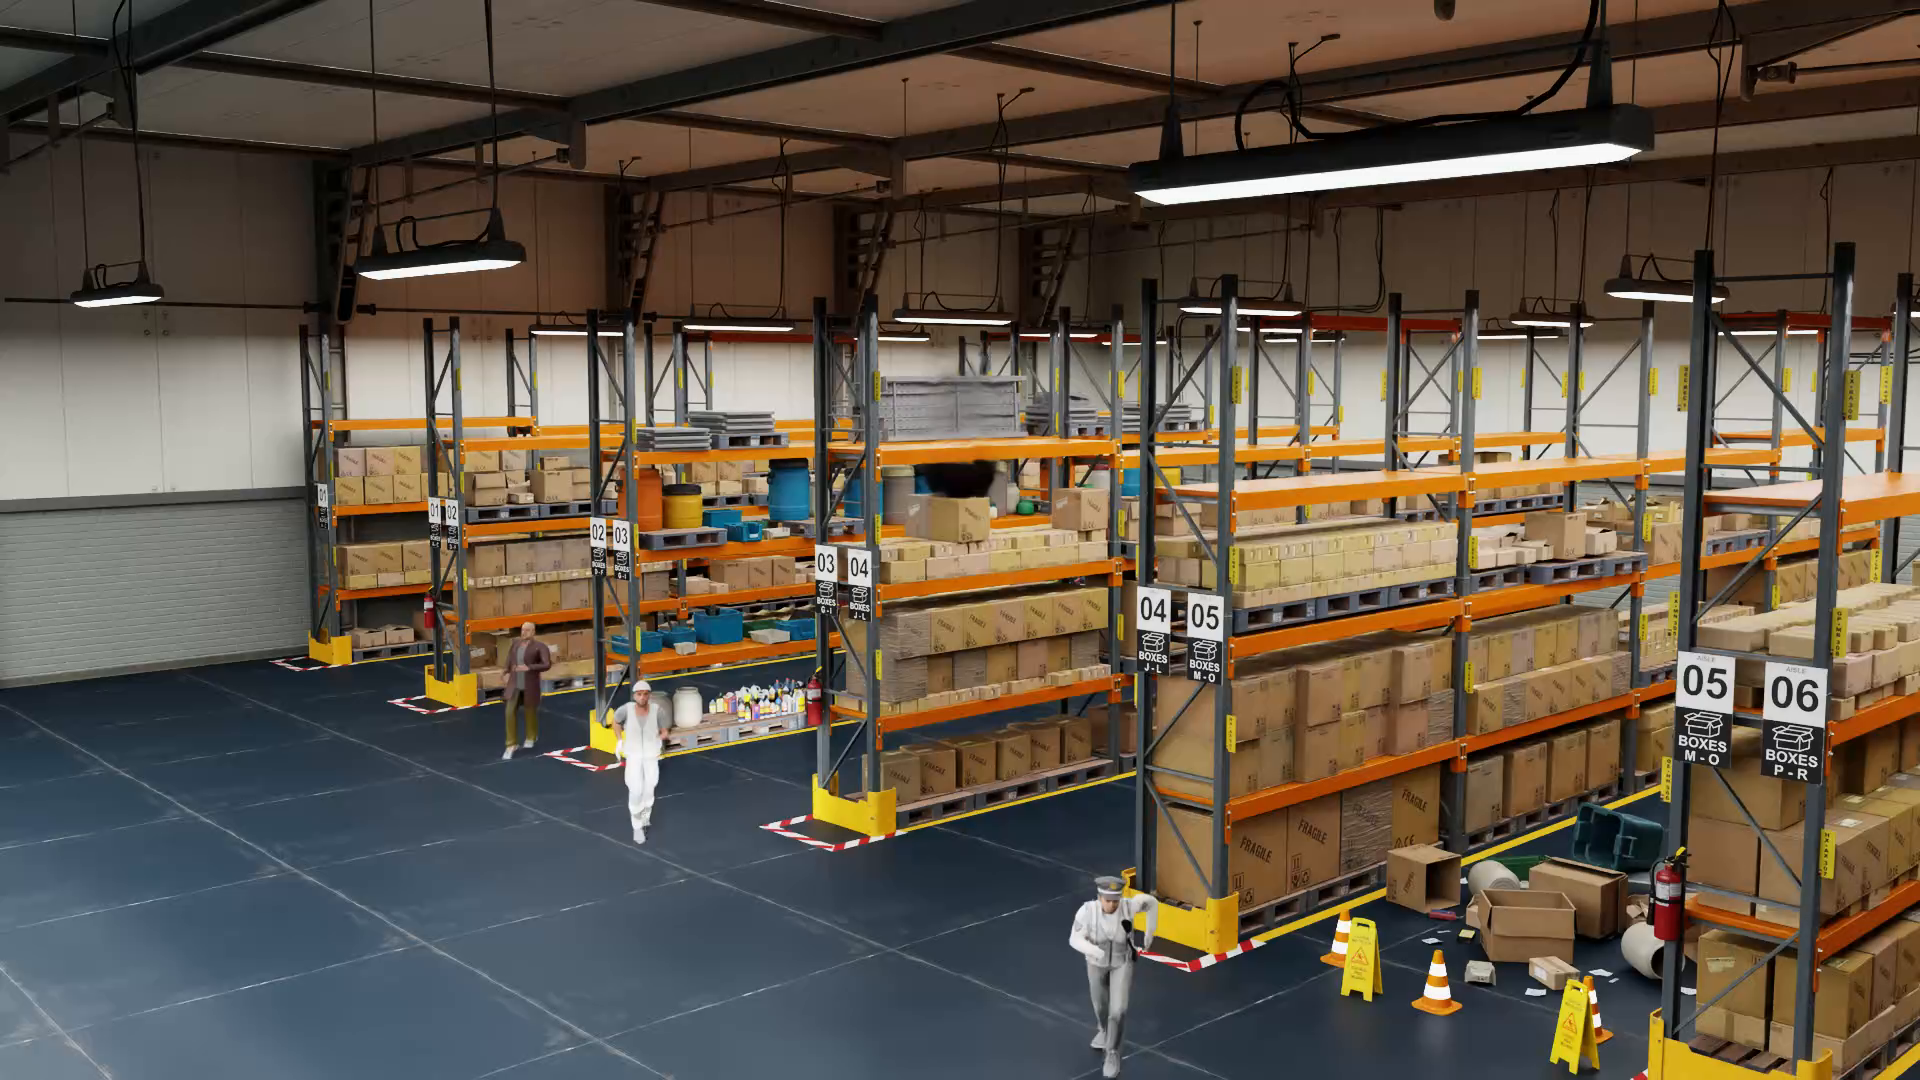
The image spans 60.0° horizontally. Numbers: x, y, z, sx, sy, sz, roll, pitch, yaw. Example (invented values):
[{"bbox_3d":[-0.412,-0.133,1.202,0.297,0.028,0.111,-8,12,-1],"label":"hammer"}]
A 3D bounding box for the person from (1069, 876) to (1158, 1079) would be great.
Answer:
[{"bbox_3d":[1.136,3.171,12.294,0.650,1.577,0.940,0,6,5],"label":"person"}]

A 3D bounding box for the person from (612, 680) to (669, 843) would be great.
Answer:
[{"bbox_3d":[-3.524,2.442,18.455,0.587,1.823,0.864,-2,6,-19],"label":"person"}]

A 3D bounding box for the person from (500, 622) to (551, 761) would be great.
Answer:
[{"bbox_3d":[-5.859,2.027,22.491,0.732,1.851,0.823,0,6,3],"label":"person"}]
